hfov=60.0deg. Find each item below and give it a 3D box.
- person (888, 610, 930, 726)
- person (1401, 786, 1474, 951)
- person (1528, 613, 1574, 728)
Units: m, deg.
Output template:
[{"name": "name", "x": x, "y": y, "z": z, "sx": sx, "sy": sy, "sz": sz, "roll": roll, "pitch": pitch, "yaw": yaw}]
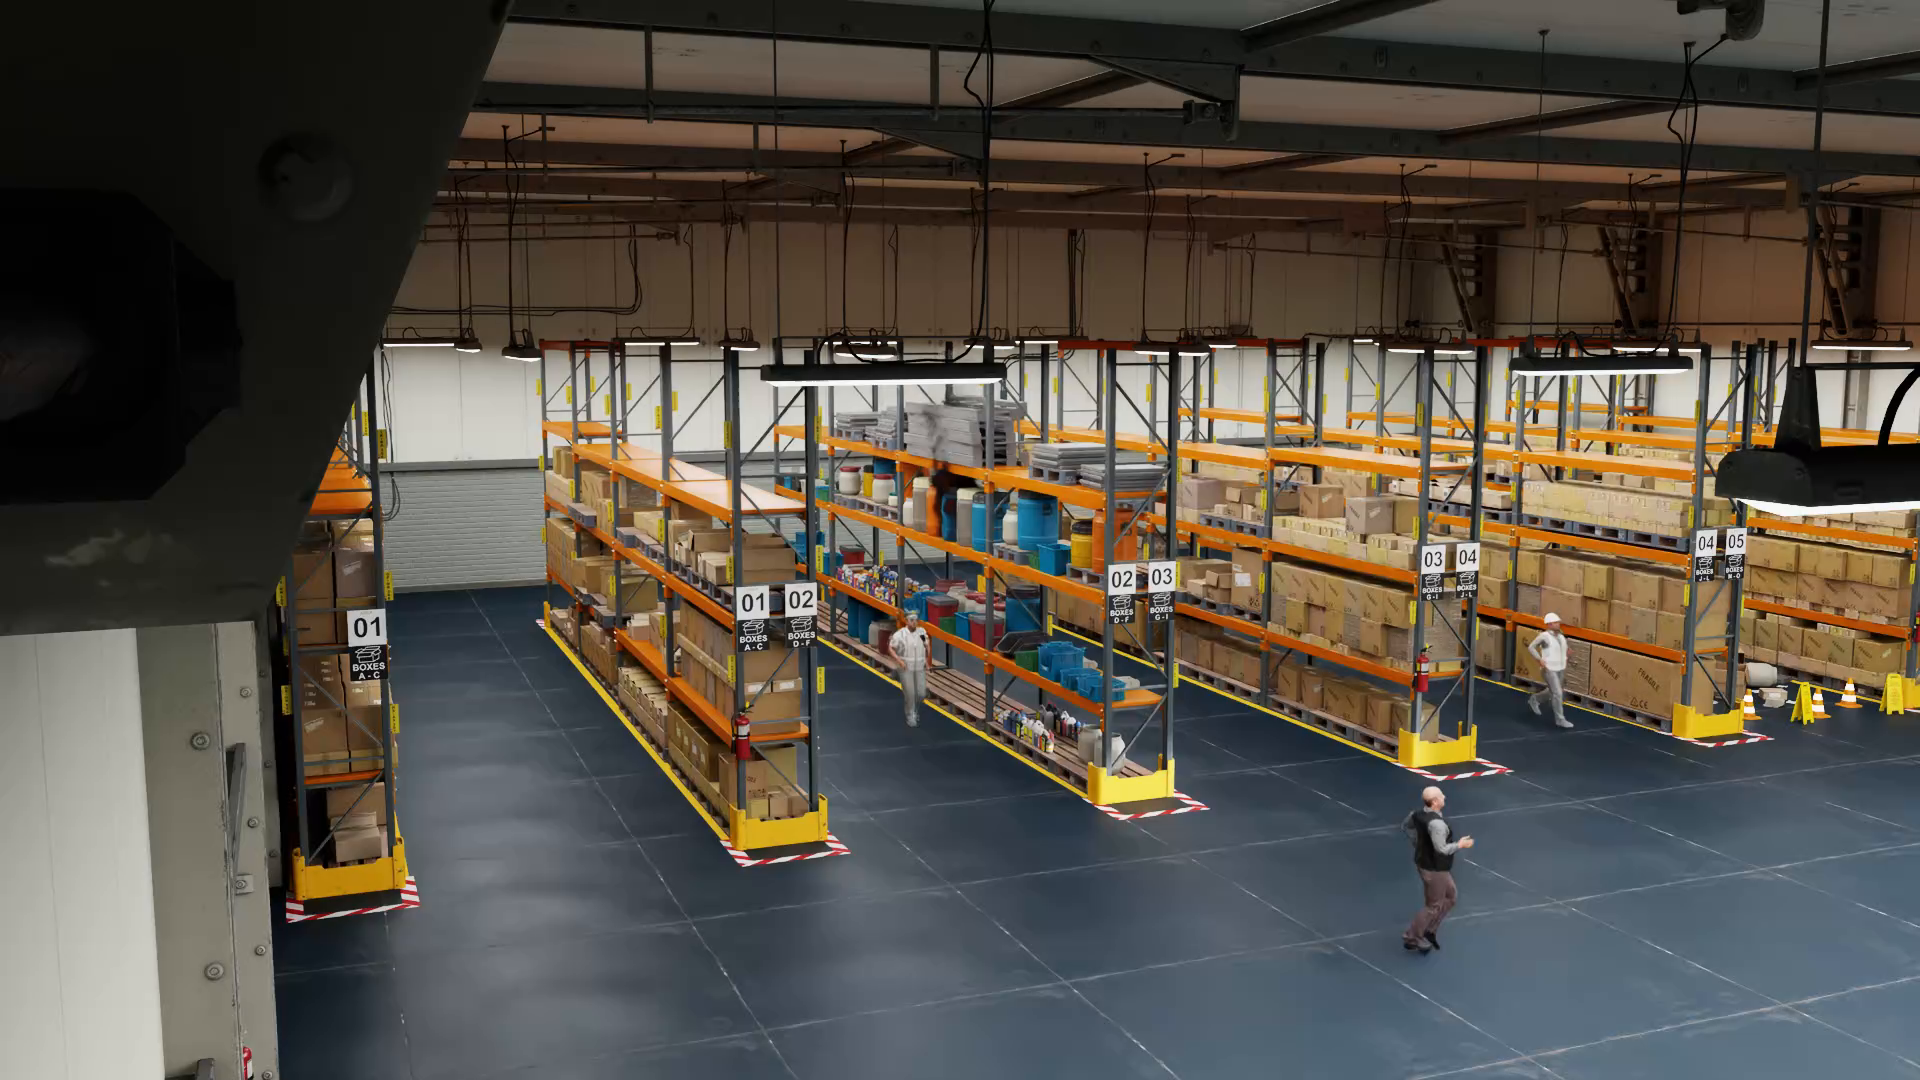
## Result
[{"name": "person", "x": -0.746, "y": 1.932, "z": 25.103, "sx": 0.683, "sy": 1.785, "sz": 0.557, "roll": -3, "pitch": 8, "yaw": -22}, {"name": "person", "x": 4.804, "y": 3.323, "z": 16.741, "sx": 0.669, "sy": 1.738, "sz": 0.640, "roll": 0, "pitch": 7, "yaw": 1}, {"name": "person", "x": 9.356, "y": 2.026, "z": 26.295, "sx": 0.662, "sy": 1.749, "sz": 0.961, "roll": -5, "pitch": 9, "yaw": -33}]
